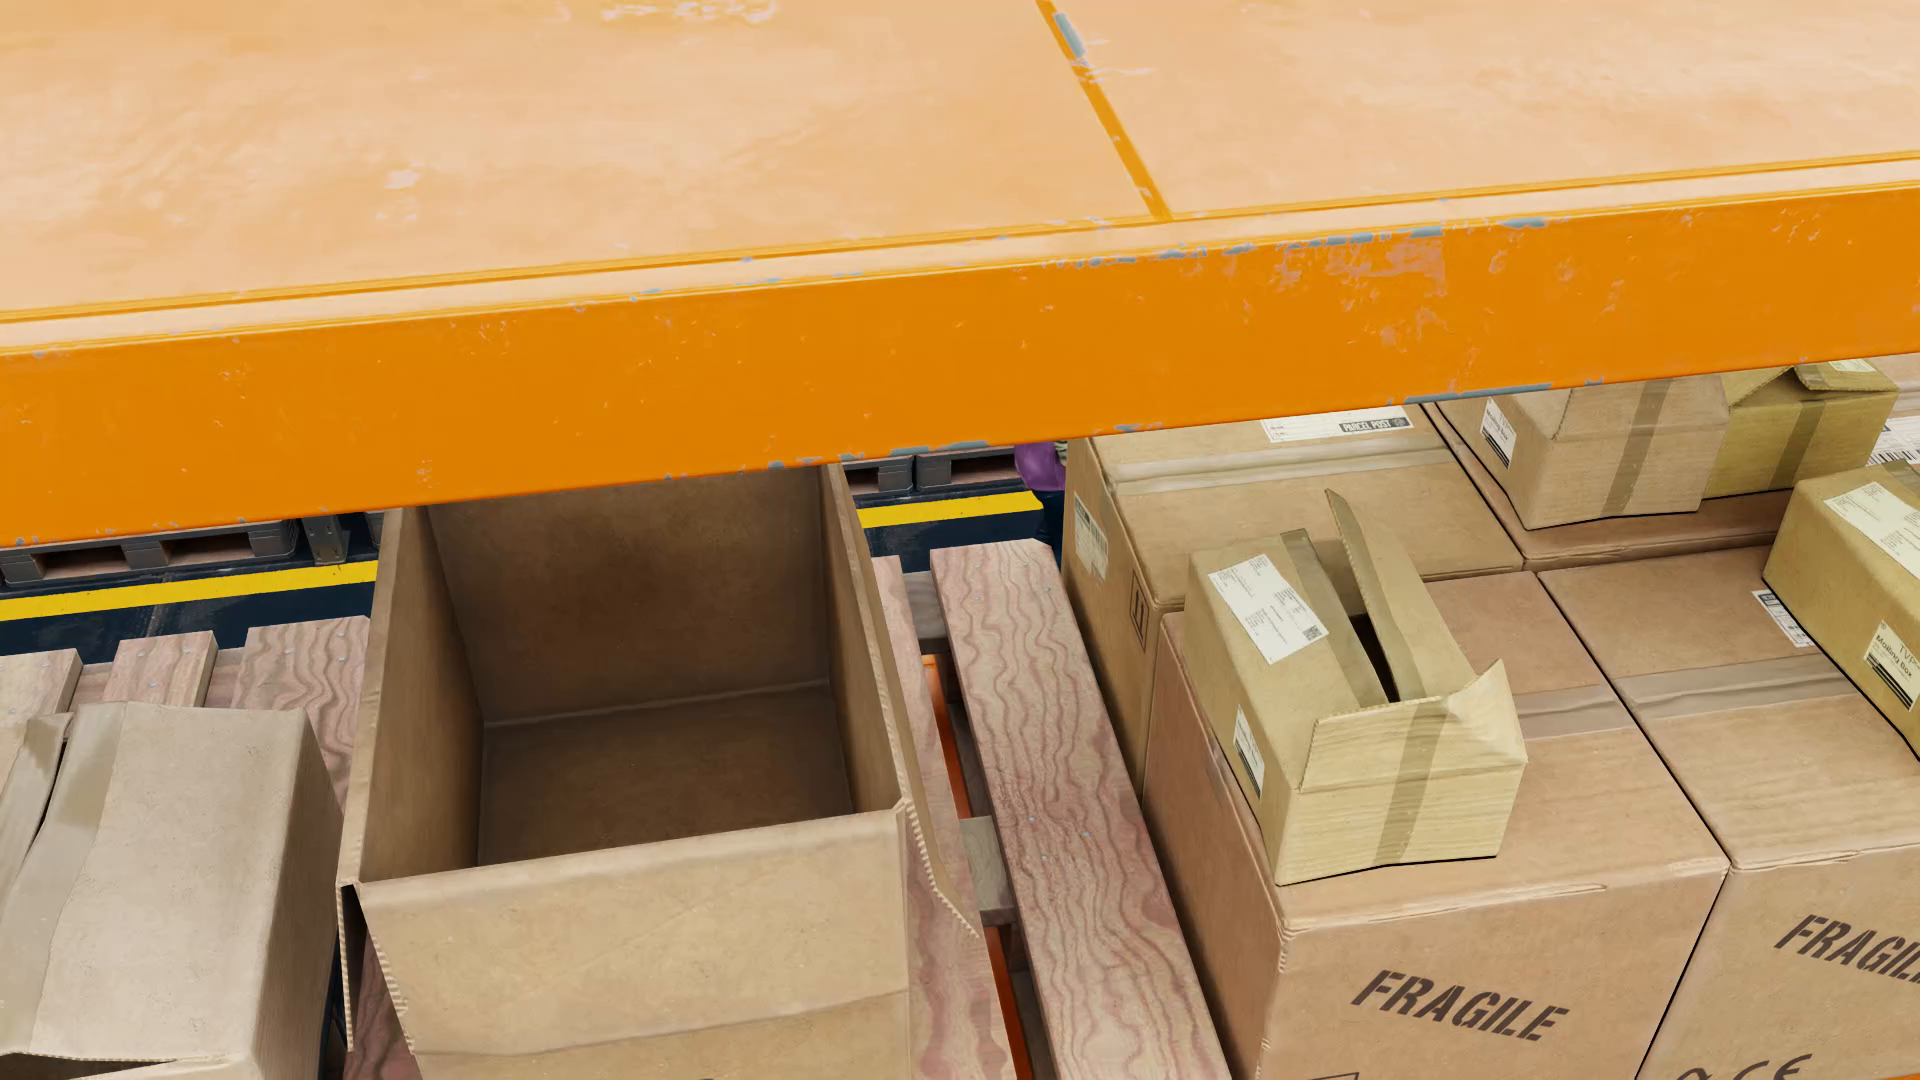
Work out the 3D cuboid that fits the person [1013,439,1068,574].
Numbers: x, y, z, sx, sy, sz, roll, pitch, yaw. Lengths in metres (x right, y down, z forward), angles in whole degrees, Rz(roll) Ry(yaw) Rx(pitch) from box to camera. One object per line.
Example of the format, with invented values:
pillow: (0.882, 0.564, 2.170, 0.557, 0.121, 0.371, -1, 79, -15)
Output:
person: (0.392, -0.285, 6.514, 0.346, 1.591, 0.476, -8, 40, -10)
